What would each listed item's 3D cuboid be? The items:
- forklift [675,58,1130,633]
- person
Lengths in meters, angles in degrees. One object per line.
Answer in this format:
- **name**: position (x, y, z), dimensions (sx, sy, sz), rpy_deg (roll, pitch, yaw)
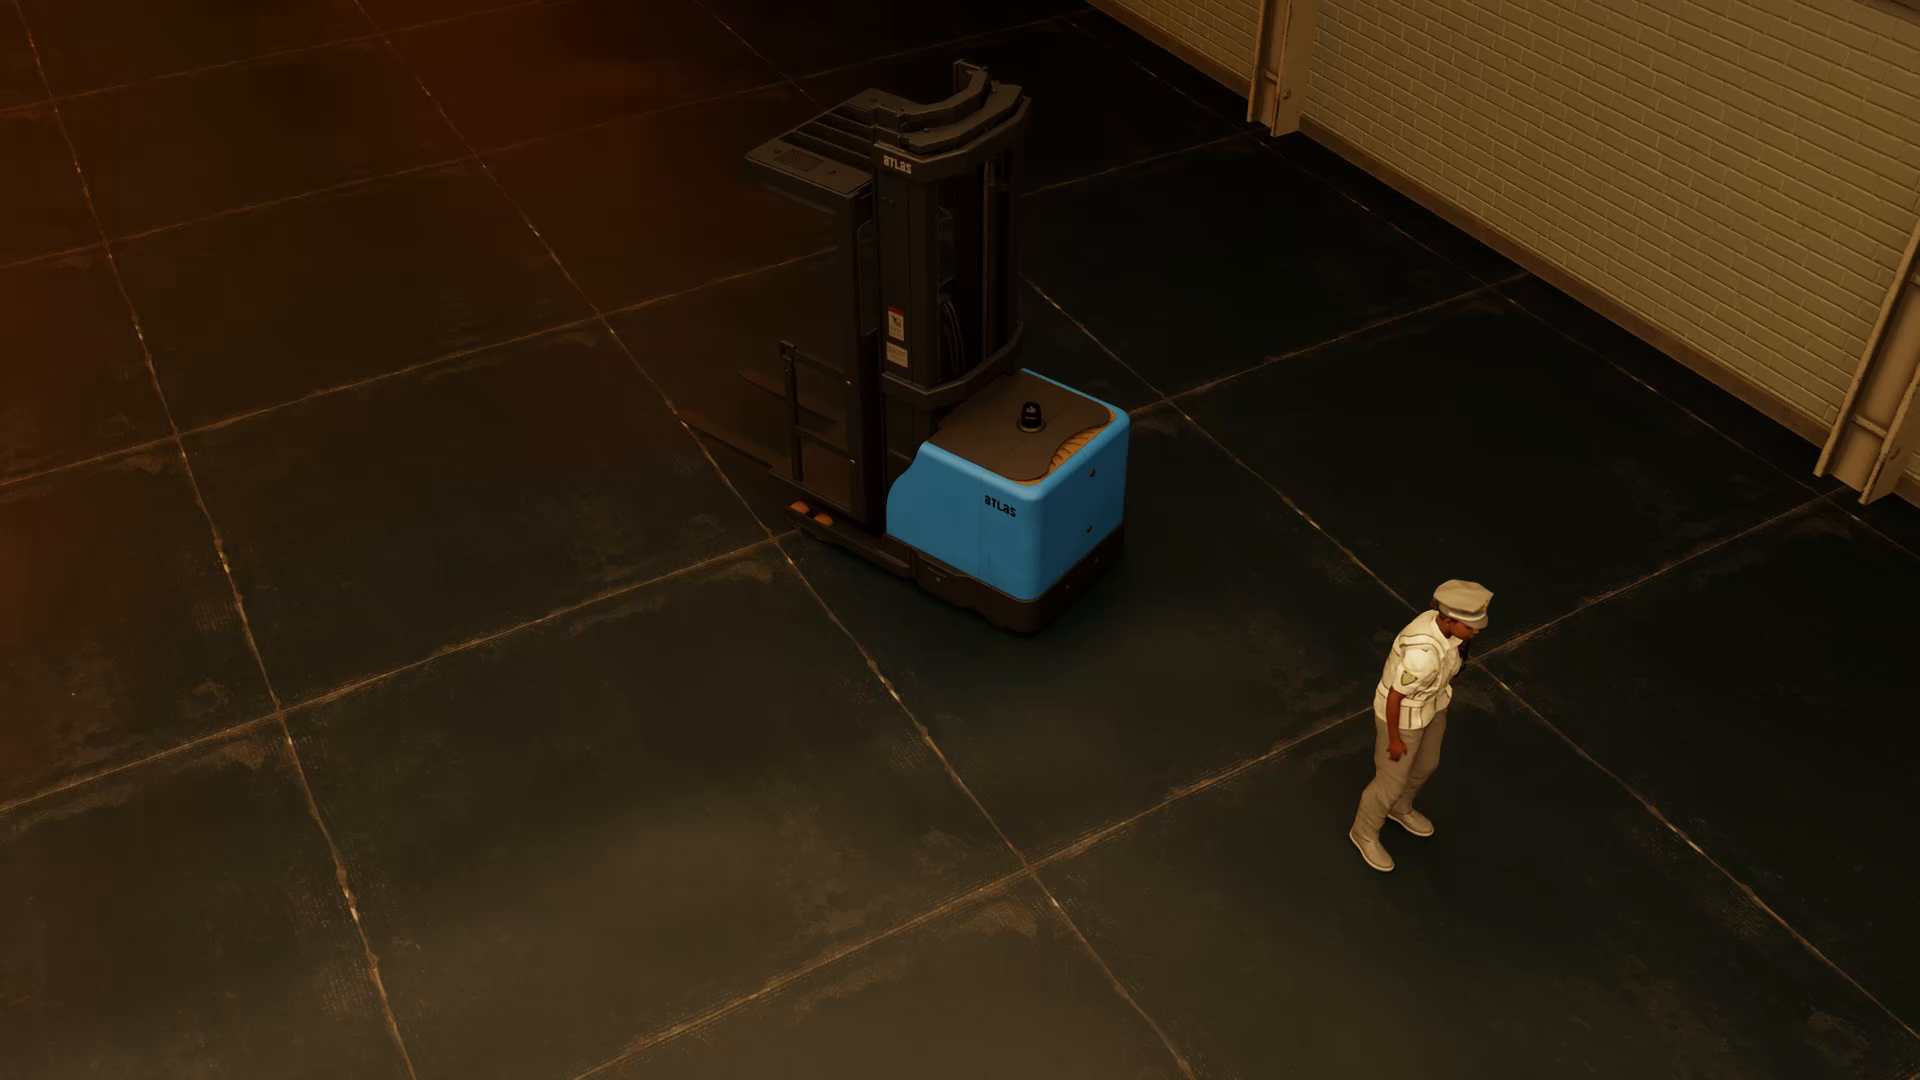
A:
- **forklift**: position (-0.481, -1.366, 9.683), dimensions (3.031, 2.935, 1.130), rpy_deg (26, 46, 28)
- **person**: position (2.195, 0.856, 8.004), dimensions (0.525, 1.656, 0.395), rpy_deg (-33, 50, -33)
